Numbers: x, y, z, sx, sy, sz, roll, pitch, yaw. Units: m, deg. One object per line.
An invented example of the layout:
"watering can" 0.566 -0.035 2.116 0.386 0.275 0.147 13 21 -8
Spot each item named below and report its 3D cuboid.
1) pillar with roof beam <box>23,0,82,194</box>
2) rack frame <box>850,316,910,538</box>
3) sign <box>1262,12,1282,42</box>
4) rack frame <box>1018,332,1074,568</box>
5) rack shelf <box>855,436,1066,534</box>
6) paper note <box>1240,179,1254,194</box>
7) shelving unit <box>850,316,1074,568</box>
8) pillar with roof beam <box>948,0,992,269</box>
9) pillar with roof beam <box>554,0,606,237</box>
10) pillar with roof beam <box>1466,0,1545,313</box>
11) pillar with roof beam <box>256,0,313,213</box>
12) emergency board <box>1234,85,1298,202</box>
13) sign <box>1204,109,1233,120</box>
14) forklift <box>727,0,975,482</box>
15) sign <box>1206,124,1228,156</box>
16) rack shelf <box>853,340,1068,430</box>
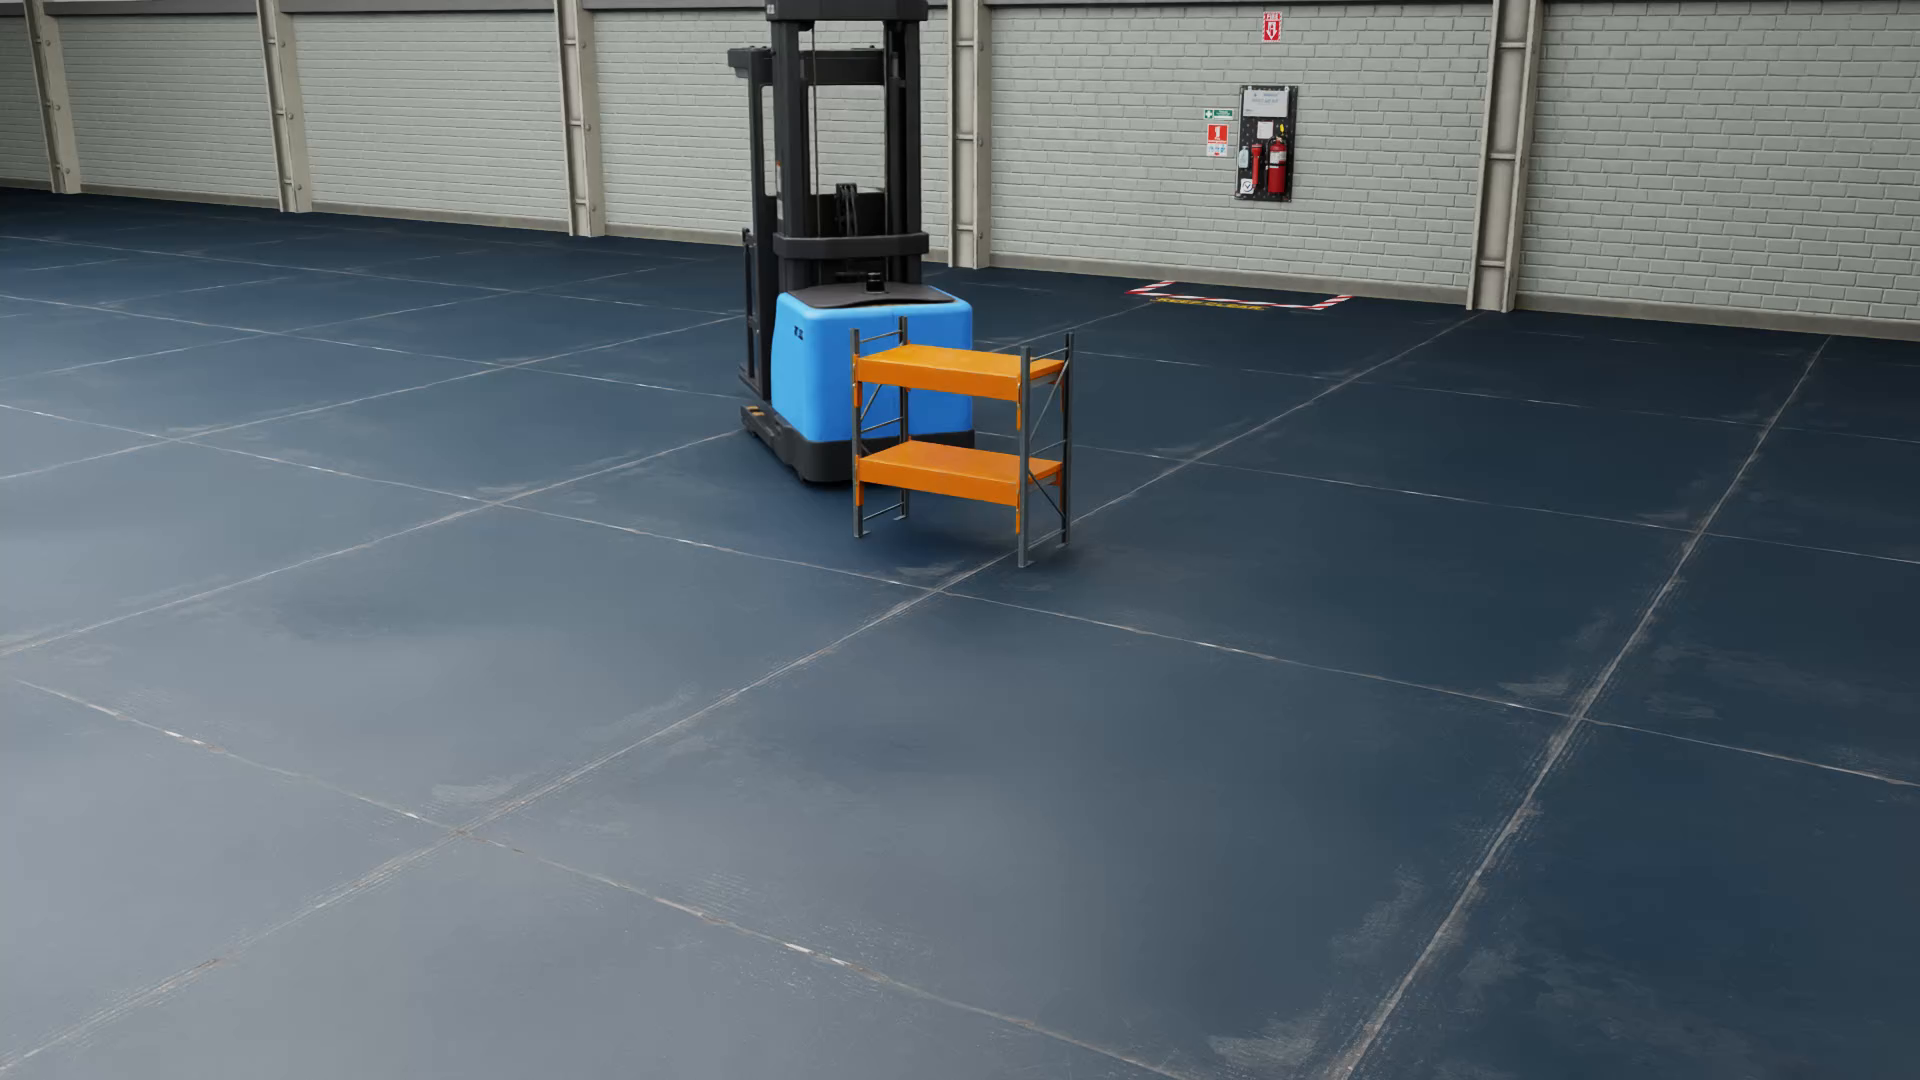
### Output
"pillar with roof beam" -17.483 -9.165 23.572 0.400 9.000 9.100 10 20 30
"rack frame" -0.427 -0.615 8.969 0.032 1.125 0.500 10 20 30
"sign" 3.180 -5.231 16.953 0.199 0.298 0.001 10 20 30
"rack frame" 0.439 -0.460 8.460 0.032 1.125 0.500 10 20 30
"rack shelf" 0.006 -0.303 8.785 1.000 0.278 0.538 10 20 30
"paper note" 3.020 -3.718 17.477 0.142 0.148 0.016 10 20 30
"shelving unit" 0.006 -0.537 8.714 1.048 1.125 0.538 10 20 30
"pillar with roof beam" -2.145 -6.427 14.558 0.400 9.000 9.100 10 20 30
"pillar with roof beam" -7.258 -7.340 17.563 0.400 9.000 9.100 10 20 30
"pillar with roof beam" 2.968 -5.515 11.554 0.400 9.000 9.100 10 20 30
"pillar with roof beam" -12.370 -8.253 20.567 0.400 9.000 9.100 10 20 30
"emergency board" 3.135 -4.096 17.204 0.643 1.169 0.194 10 20 30
"sign" 2.717 -4.473 17.473 0.331 0.109 0.001 10 20 30
"forklift" -0.859 -2.130 10.851 1.130 2.935 3.031 -6 18 -18
"sign" 2.718 -4.223 17.560 0.234 0.329 0.001 10 20 30
"rack shelf" 0.006 -0.817 8.629 1.000 0.278 0.538 10 20 30
